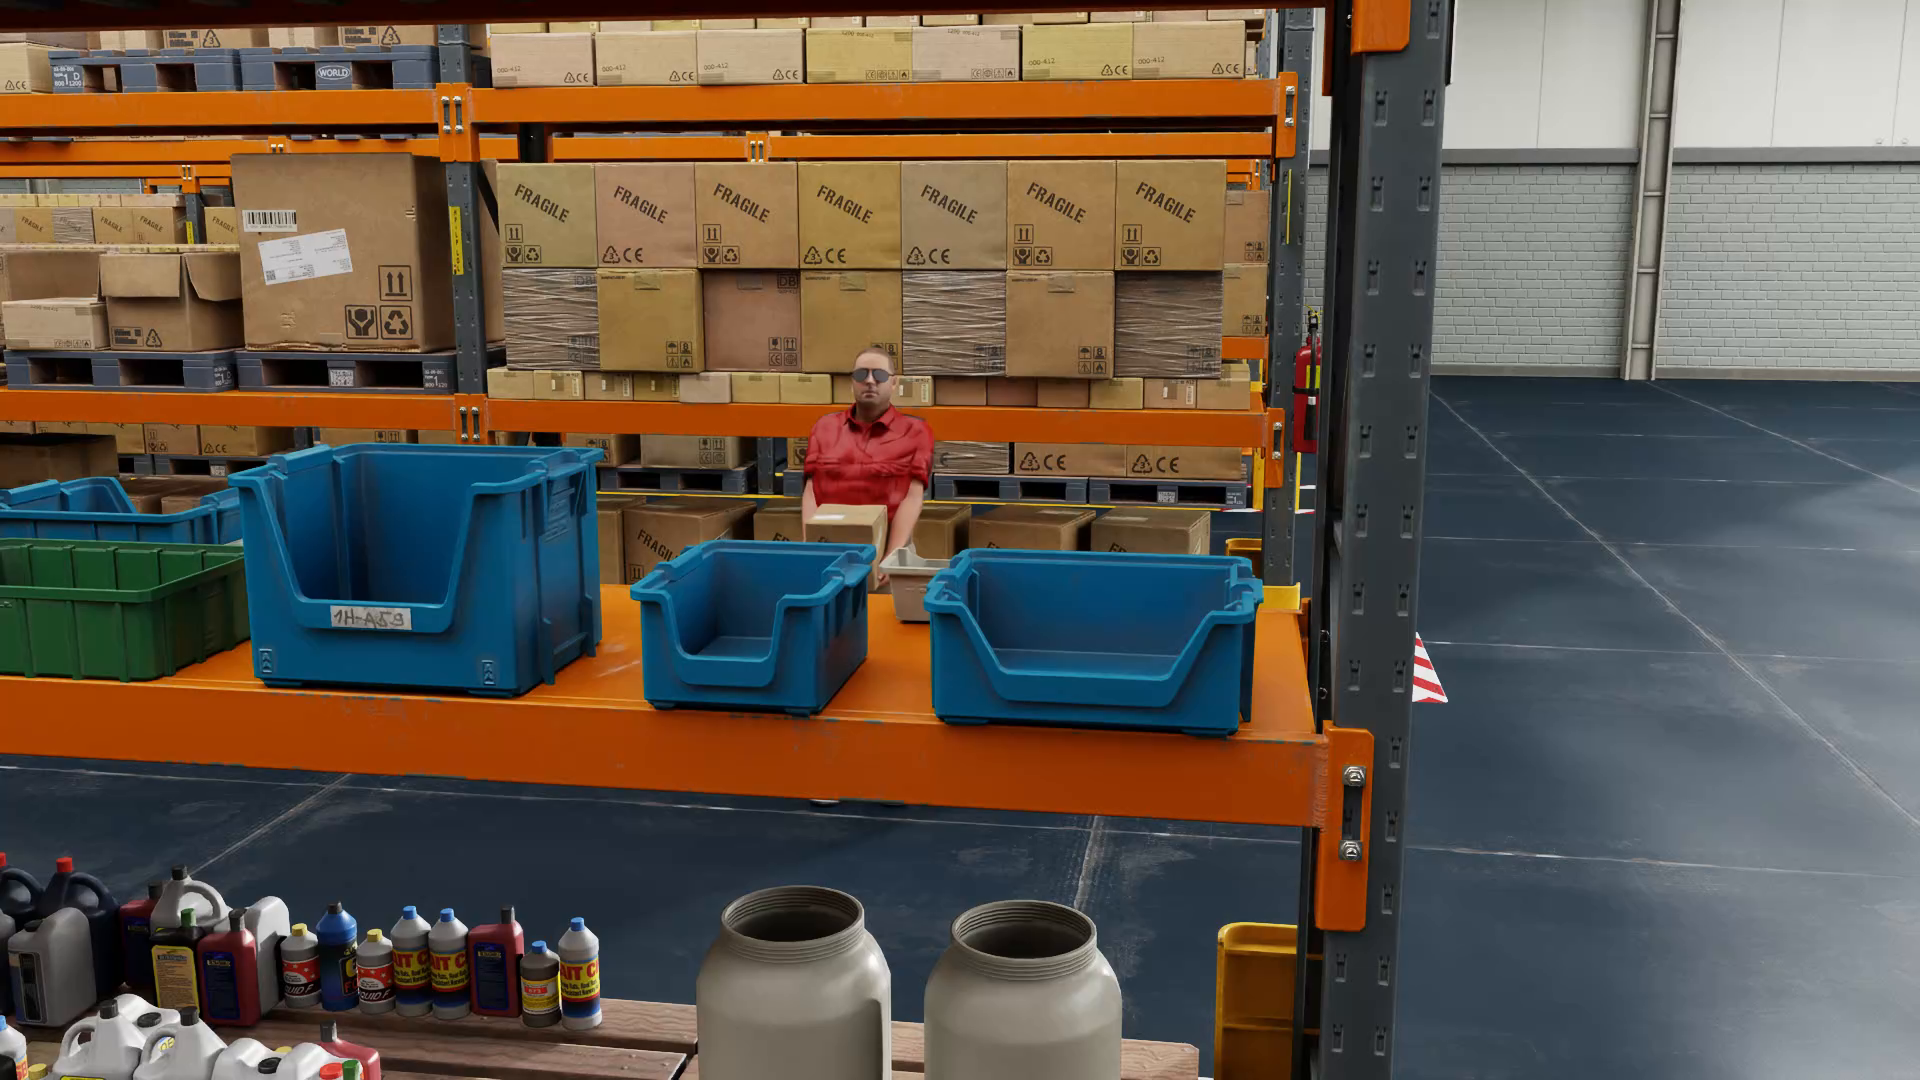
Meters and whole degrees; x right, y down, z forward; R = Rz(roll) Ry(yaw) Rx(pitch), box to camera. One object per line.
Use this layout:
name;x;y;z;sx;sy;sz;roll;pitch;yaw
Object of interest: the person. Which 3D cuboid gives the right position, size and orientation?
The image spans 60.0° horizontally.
person;-0.362;0.147;6.257;0.493;1.712;0.530;2;11;9
